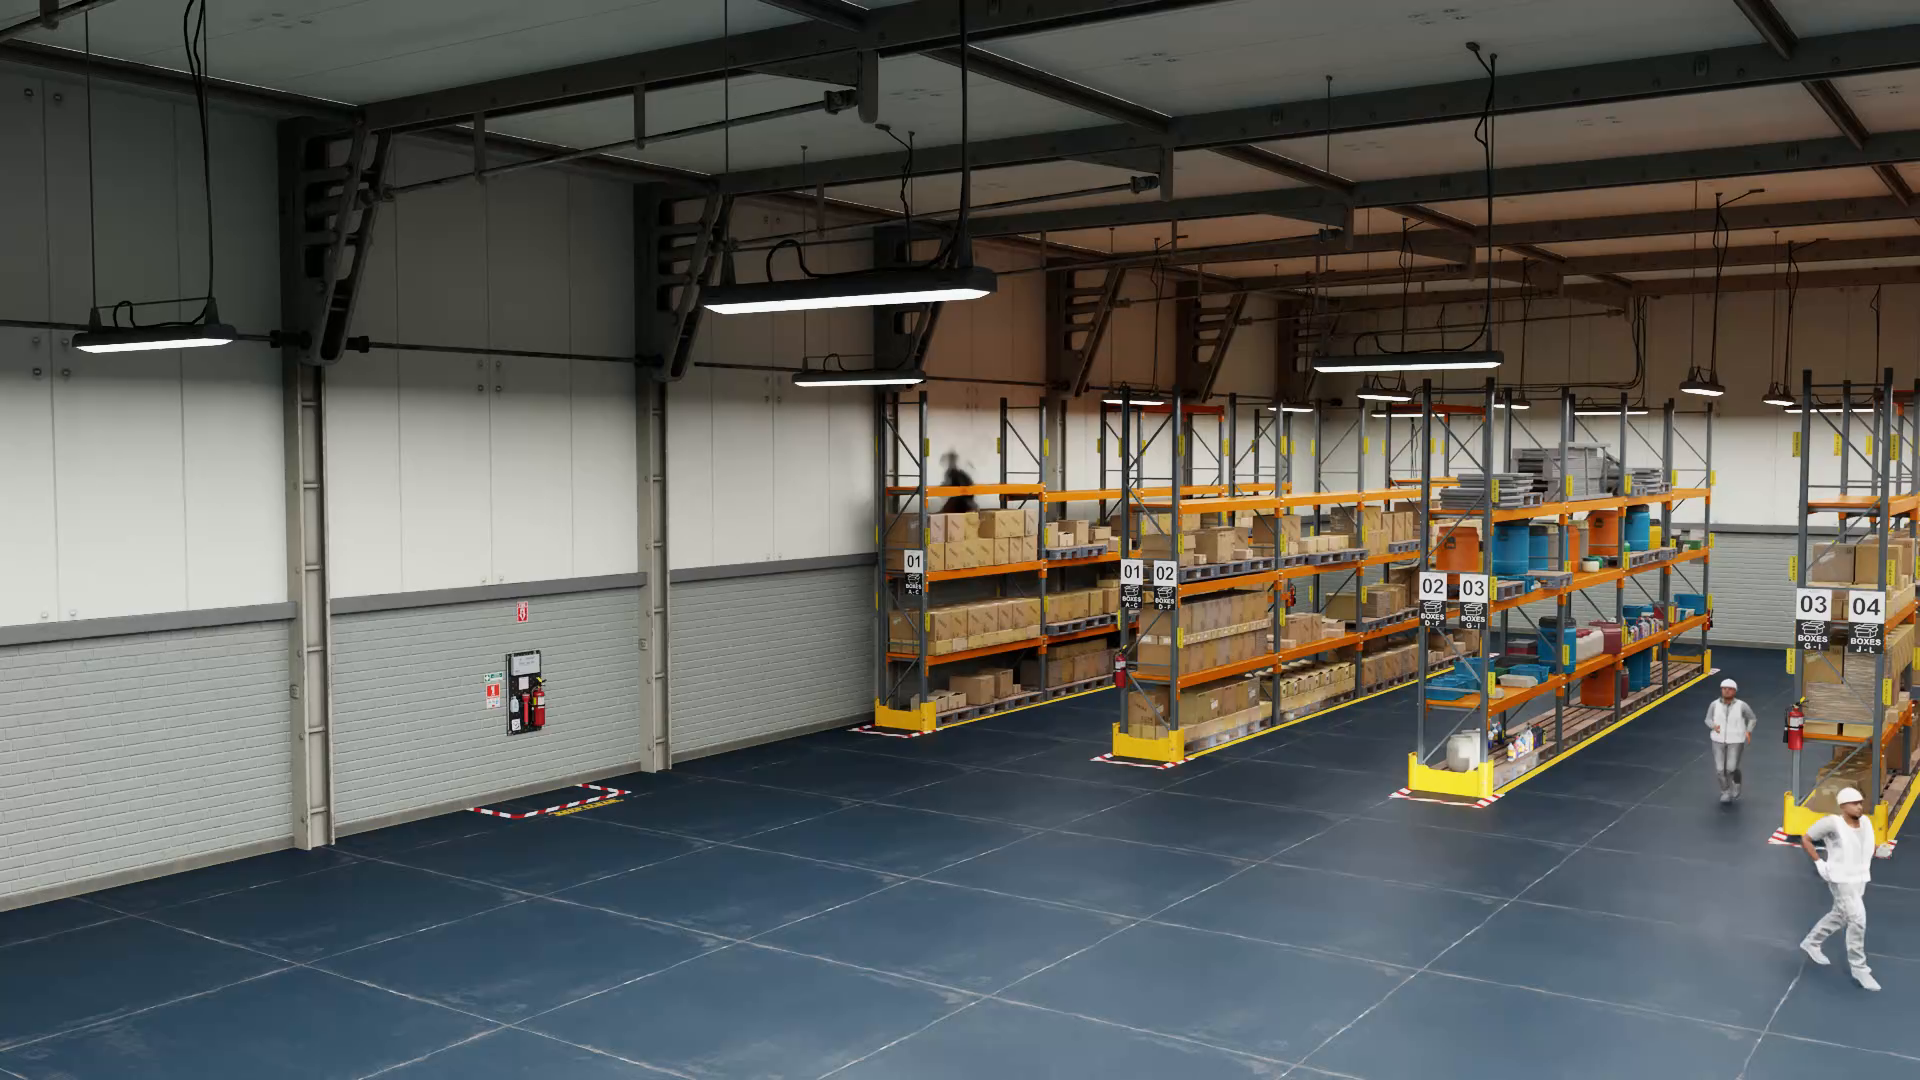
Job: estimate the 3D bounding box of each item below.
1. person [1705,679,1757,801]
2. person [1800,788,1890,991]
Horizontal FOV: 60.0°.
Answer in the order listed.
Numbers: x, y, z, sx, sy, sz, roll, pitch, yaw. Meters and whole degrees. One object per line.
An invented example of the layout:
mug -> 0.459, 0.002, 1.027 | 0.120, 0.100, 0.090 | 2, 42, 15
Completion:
person -> 10.808, 2.830, 23.402 | 0.645, 1.732, 0.591 | 2, 4, 36
person -> 8.375, 3.236, 15.712 | 0.655, 1.827, 0.877 | -2, 4, -26
